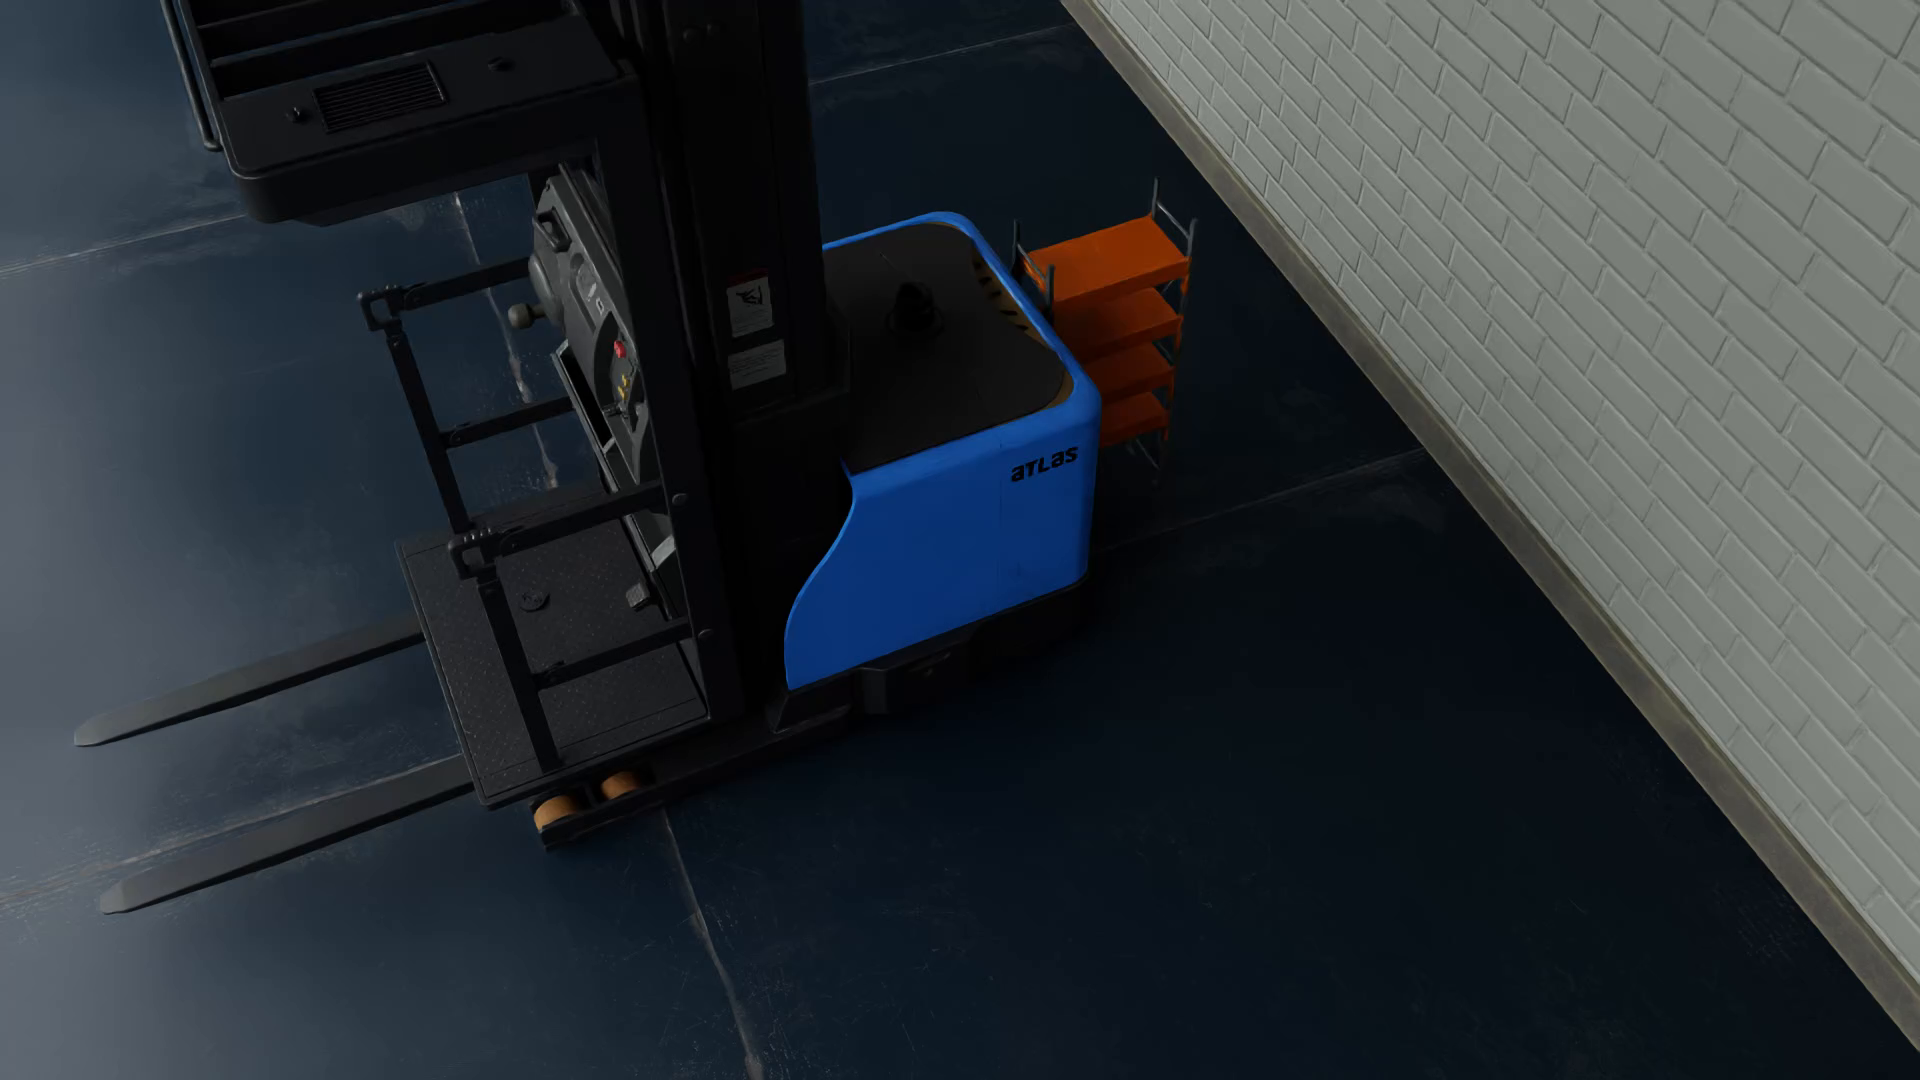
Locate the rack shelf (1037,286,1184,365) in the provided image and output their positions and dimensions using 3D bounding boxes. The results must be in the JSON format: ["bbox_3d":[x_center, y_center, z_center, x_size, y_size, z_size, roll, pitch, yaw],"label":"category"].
[{"bbox_3d":[0.440,-0.670,5.329,0.480,0.148,0.258,-20,52,-16],"label":"rack shelf"}]

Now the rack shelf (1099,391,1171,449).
[{"bbox_3d":[0.440,-0.395,5.649,0.480,0.148,0.258,-20,52,-16],"label":"rack shelf"}]

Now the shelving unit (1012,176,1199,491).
[{"bbox_3d":[0.440,-0.568,5.447,0.503,1.200,0.258,-20,52,-16],"label":"shelving unit"}]

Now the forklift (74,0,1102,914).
[{"bbox_3d":[-1.137,-0.504,4.251,3.031,2.935,1.130,-20,52,-16],"label":"forklift"}]

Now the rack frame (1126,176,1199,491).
[{"bbox_3d":[0.660,-0.648,5.516,0.015,1.200,0.240,-20,52,-16],"label":"rack frame"}]

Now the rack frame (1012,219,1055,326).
[{"bbox_3d":[0.219,-0.489,5.379,0.015,1.200,0.240,-20,52,-16],"label":"rack frame"}]

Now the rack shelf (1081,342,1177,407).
[{"bbox_3d":[0.440,-0.525,5.498,0.480,0.148,0.258,-20,52,-16],"label":"rack shelf"}]

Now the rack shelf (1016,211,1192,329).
[{"bbox_3d":[0.440,-0.824,5.149,0.480,0.148,0.258,-20,52,-16],"label":"rack shelf"}]
